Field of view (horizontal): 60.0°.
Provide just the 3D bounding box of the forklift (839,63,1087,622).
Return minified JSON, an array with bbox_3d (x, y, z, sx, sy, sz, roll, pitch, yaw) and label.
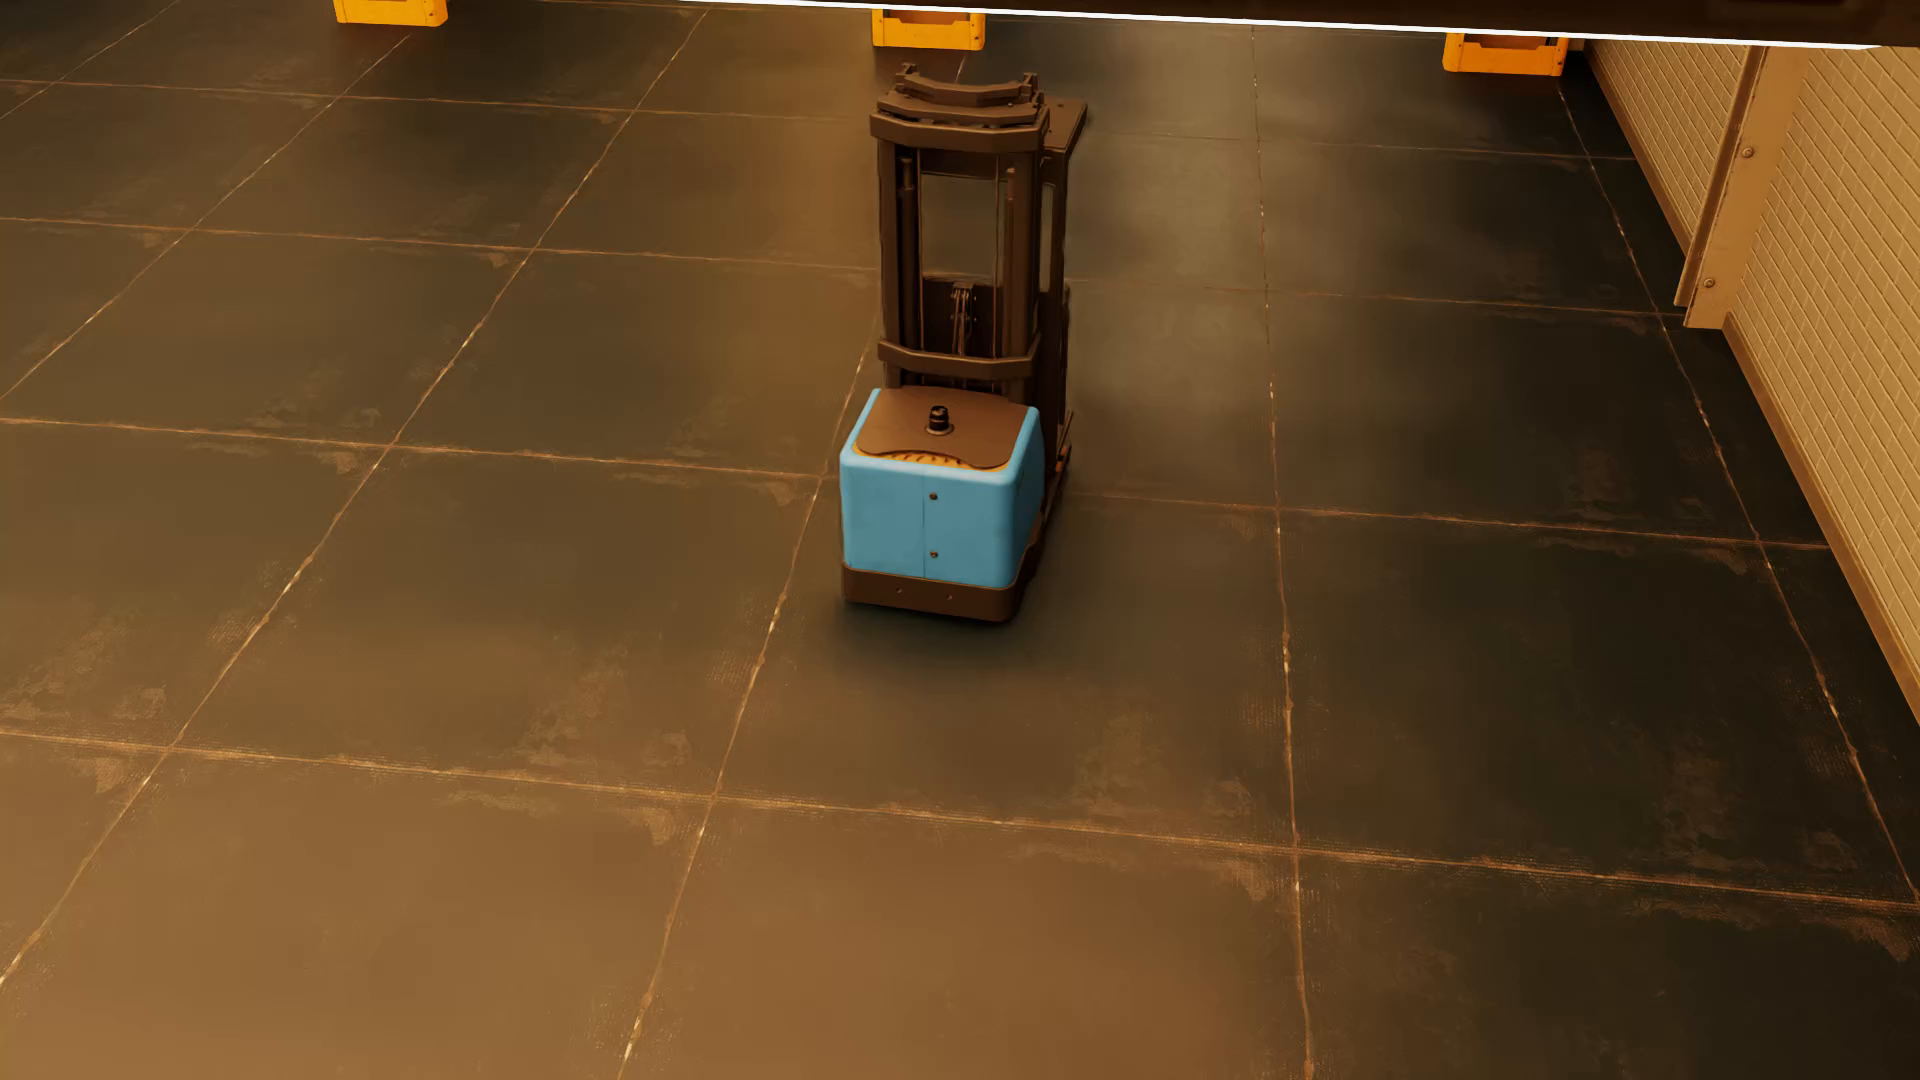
[{"bbox_3d":[0.125,-1.575,10.167,1.130,2.935,3.031,8,37,10],"label":"forklift"}]
